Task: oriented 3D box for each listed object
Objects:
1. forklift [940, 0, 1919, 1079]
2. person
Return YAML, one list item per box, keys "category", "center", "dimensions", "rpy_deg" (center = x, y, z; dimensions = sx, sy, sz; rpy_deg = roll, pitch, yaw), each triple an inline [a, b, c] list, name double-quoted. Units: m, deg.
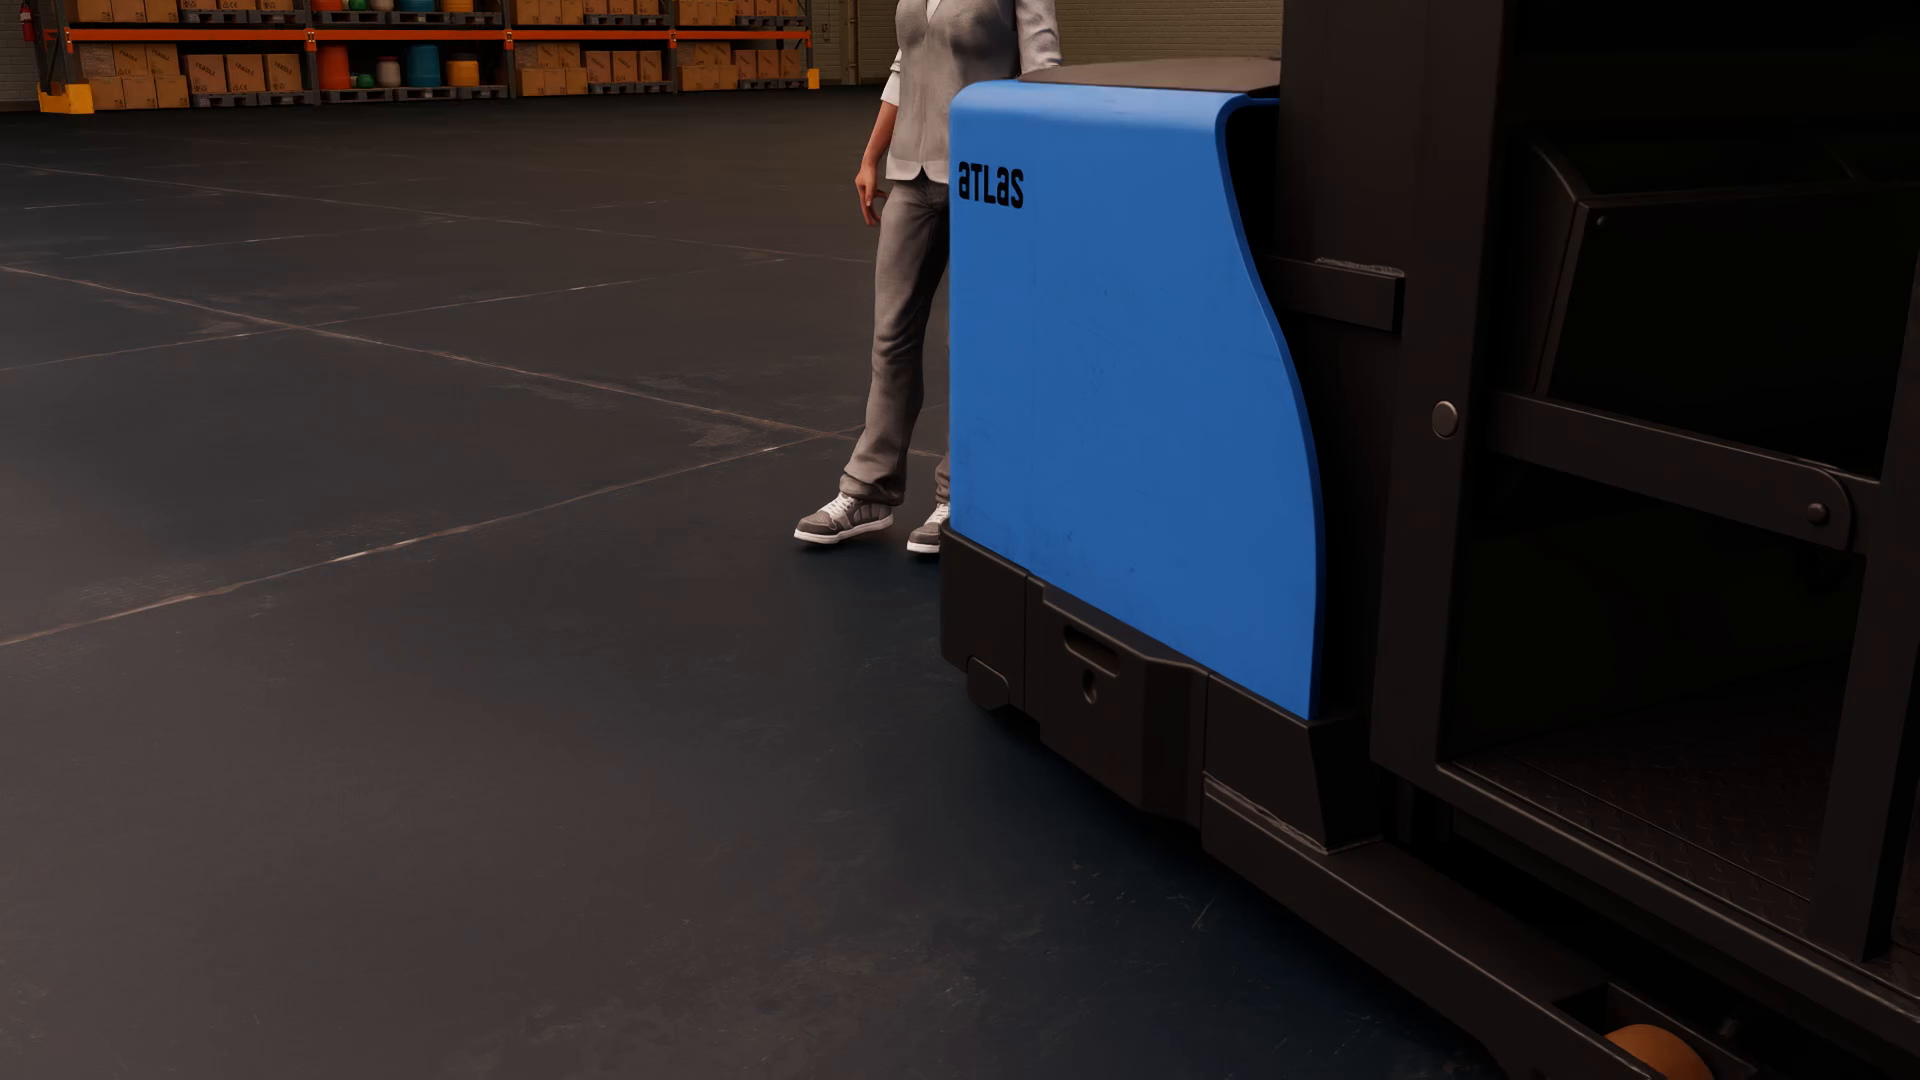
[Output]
- category: "forklift"
  center: [1.107, -0.828, 1.624]
  dimensions: [1.130, 2.935, 3.031]
  rpy_deg: [-9, 19, -27]
- category: "person"
  center: [-0.058, -0.750, 3.663]
  dimensions: [0.520, 1.586, 0.472]
  rpy_deg: [13, 21, 37]
